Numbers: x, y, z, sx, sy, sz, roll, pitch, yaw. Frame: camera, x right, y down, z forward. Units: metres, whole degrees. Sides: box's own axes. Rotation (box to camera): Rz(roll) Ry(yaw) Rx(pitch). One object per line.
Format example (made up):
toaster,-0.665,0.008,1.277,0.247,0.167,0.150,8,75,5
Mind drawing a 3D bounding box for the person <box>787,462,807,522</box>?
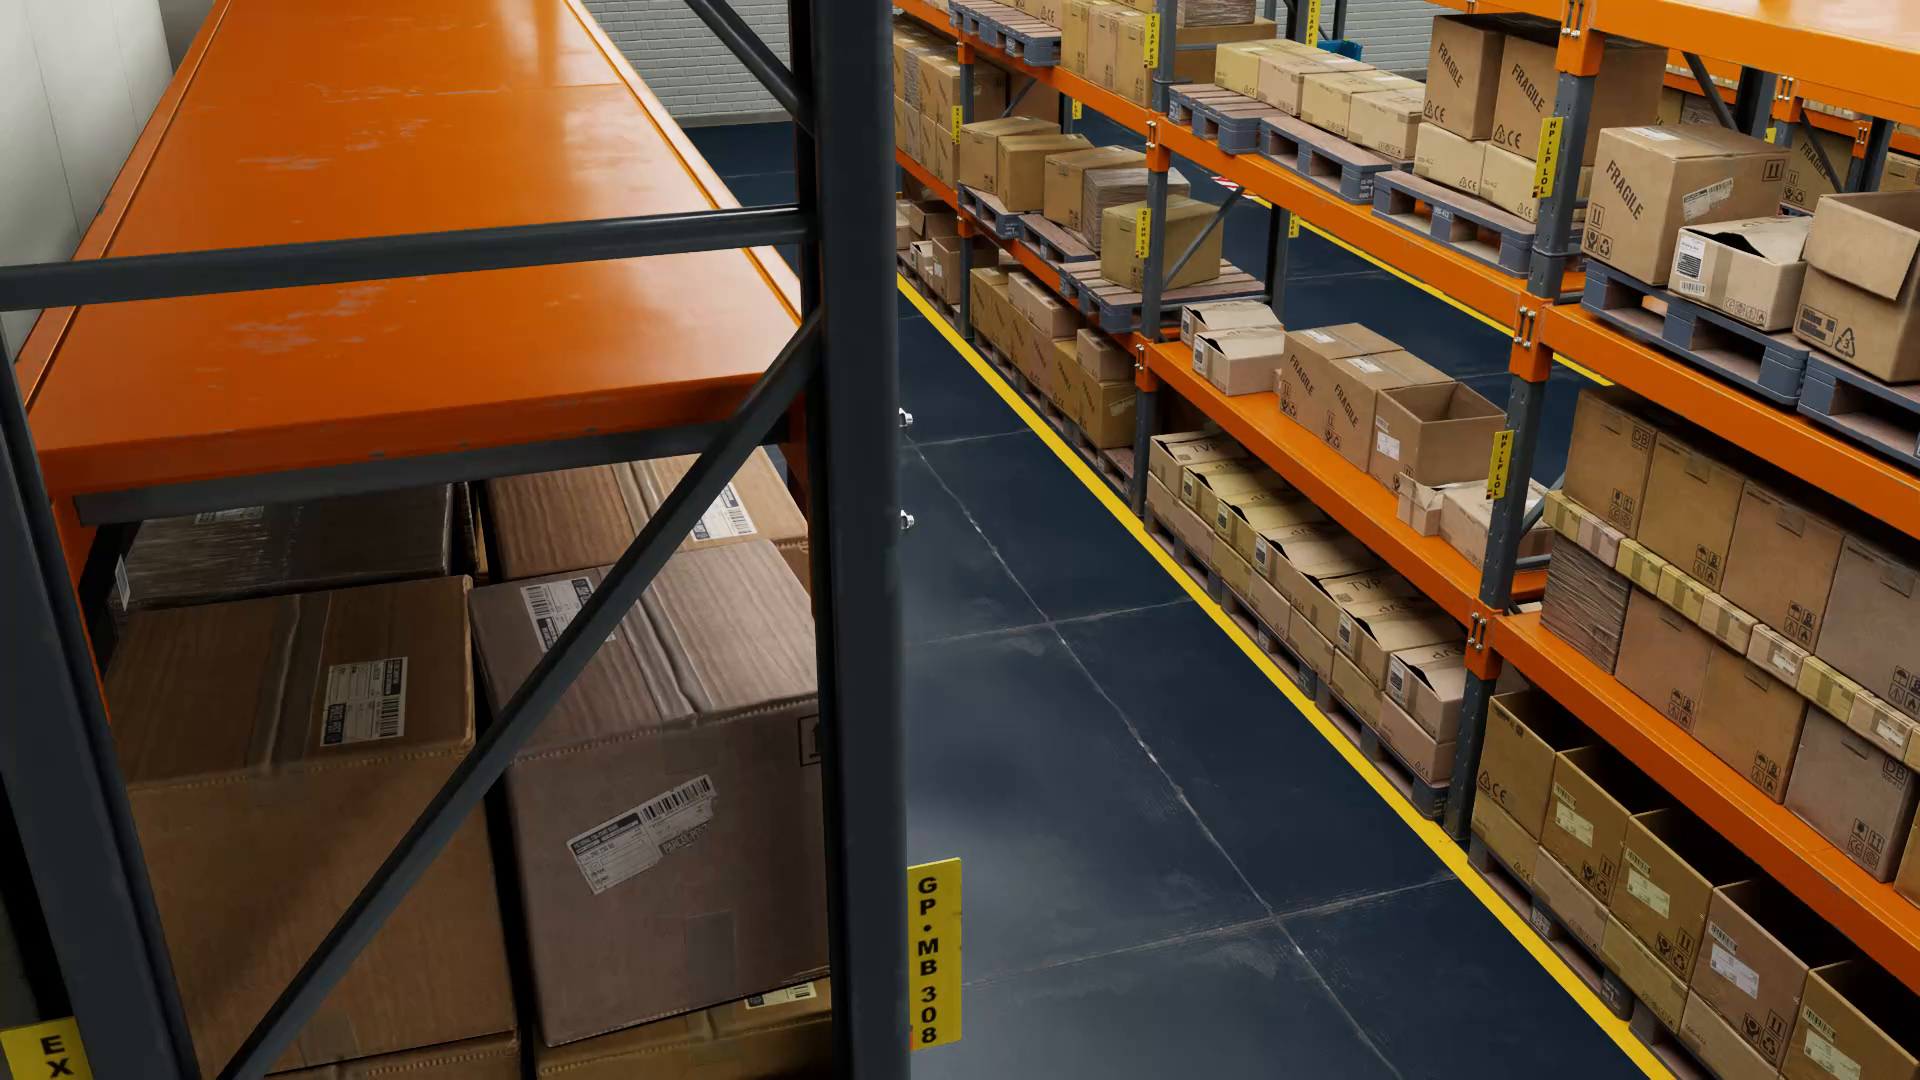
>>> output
person,-0.822,0.069,9.491,0.420,1.579,0.560,-7,27,-15
